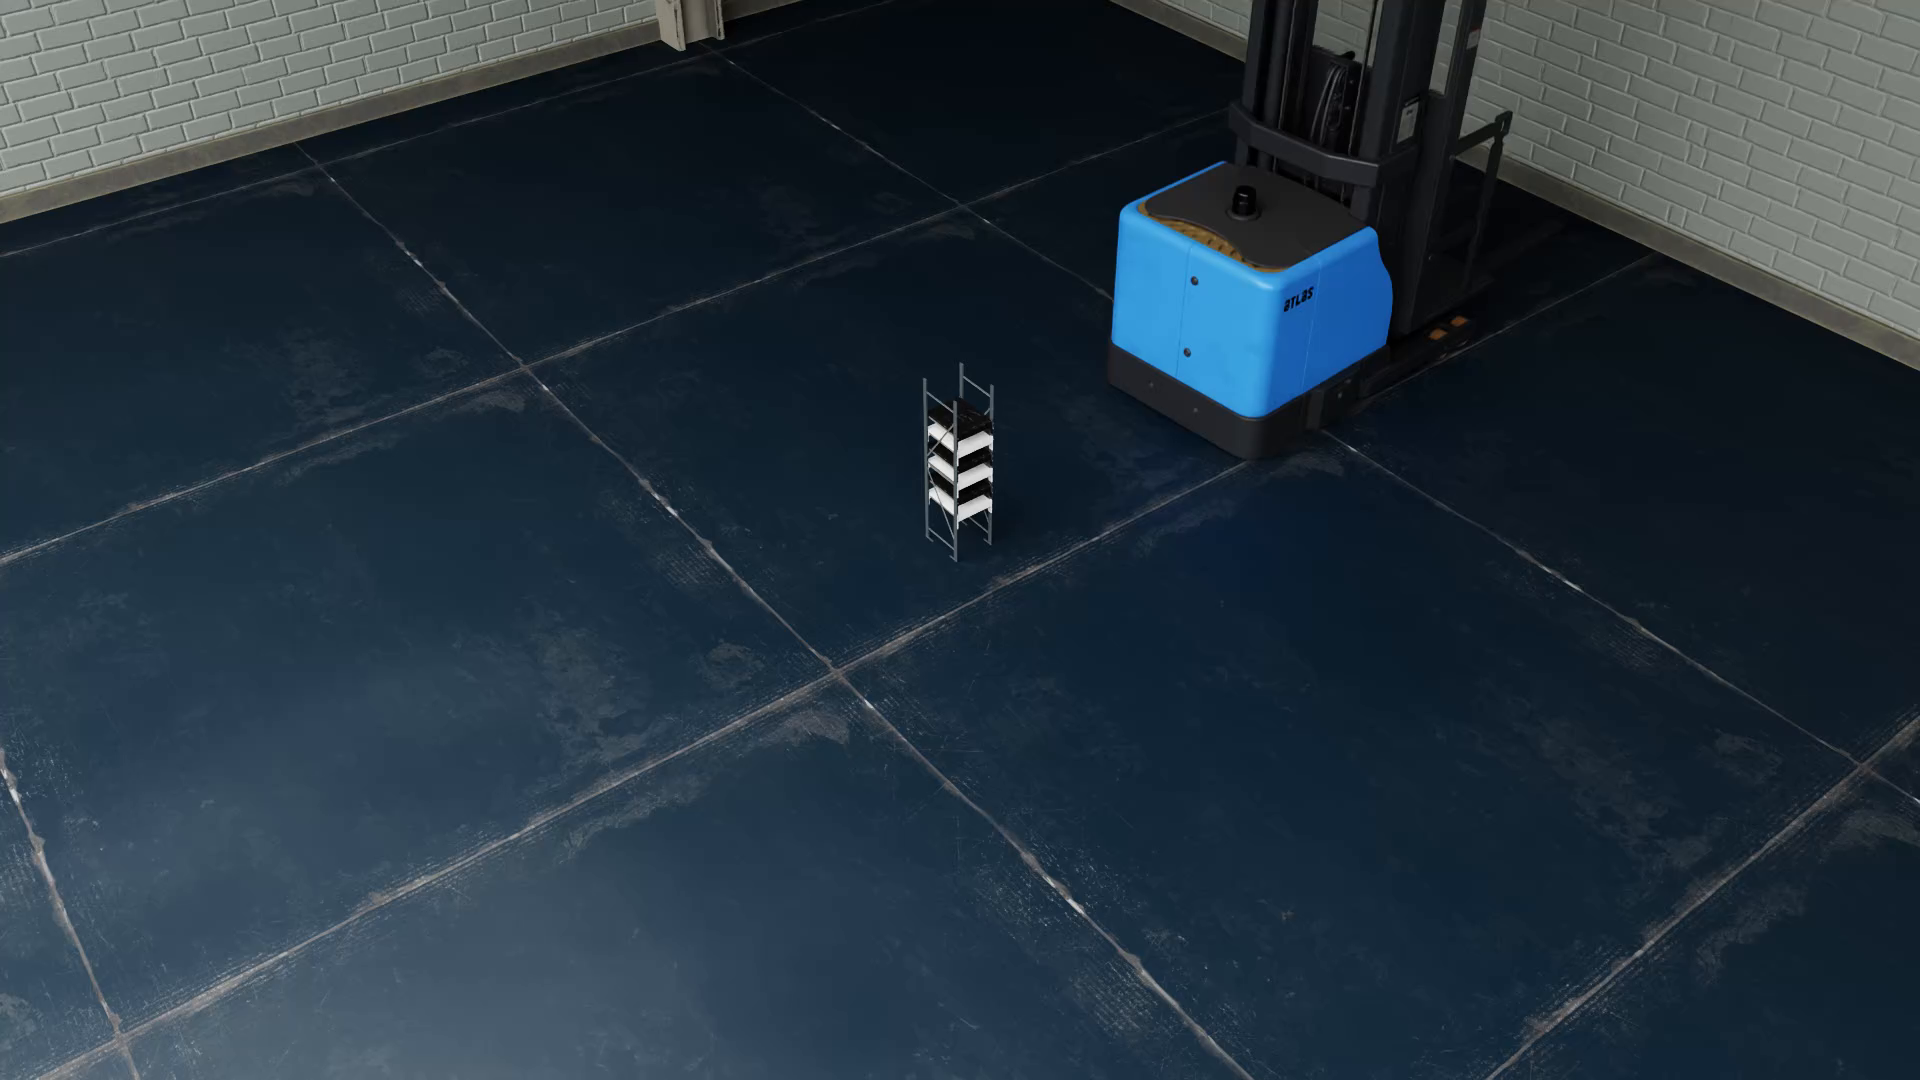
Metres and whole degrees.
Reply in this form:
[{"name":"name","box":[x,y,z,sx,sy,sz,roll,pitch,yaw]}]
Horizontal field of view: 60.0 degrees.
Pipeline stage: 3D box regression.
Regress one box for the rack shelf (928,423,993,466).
[{"name":"rack shelf","box":[-0.006,-0.458,7.501,0.200,0.077,0.258,-26,46,-28]}]

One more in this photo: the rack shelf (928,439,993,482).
[{"name":"rack shelf","box":[-0.006,-0.389,7.558,0.200,0.077,0.258,-26,46,-28]}]

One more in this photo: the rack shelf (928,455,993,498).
[{"name":"rack shelf","box":[-0.006,-0.319,7.615,0.200,0.077,0.258,-26,46,-28]}]

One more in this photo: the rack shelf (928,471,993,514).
[{"name":"rack shelf","box":[-0.006,-0.249,7.672,0.200,0.077,0.258,-26,46,-28]}]

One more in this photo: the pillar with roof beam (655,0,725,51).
[{"name":"pillar with roof beam","box":[0.615,-5.079,6.980,0.400,9.000,9.100,-26,46,-28]}]

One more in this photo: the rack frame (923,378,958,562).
[{"name":"rack frame","box":[-0.087,-0.305,7.546,0.006,0.900,0.240,-26,46,-28]}]

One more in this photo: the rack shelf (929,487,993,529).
[{"name":"rack shelf","box":[-0.006,-0.180,7.730,0.200,0.077,0.258,-26,46,-28]}]

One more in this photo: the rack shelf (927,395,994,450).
[{"name":"rack shelf","box":[-0.006,-0.528,7.444,0.200,0.077,0.258,-26,46,-28]}]

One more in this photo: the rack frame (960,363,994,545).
[{"name":"rack frame","box":[0.074,-0.384,7.642,0.006,0.900,0.240,-26,46,-28]}]

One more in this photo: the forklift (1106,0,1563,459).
[{"name":"forklift","box":[2.206,-2.340,8.425,3.031,2.935,1.130,-30,48,-31]}]

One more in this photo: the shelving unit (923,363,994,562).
[{"name":"shelving unit","box":[-0.006,-0.345,7.594,0.210,0.900,0.258,-26,46,-28]}]
